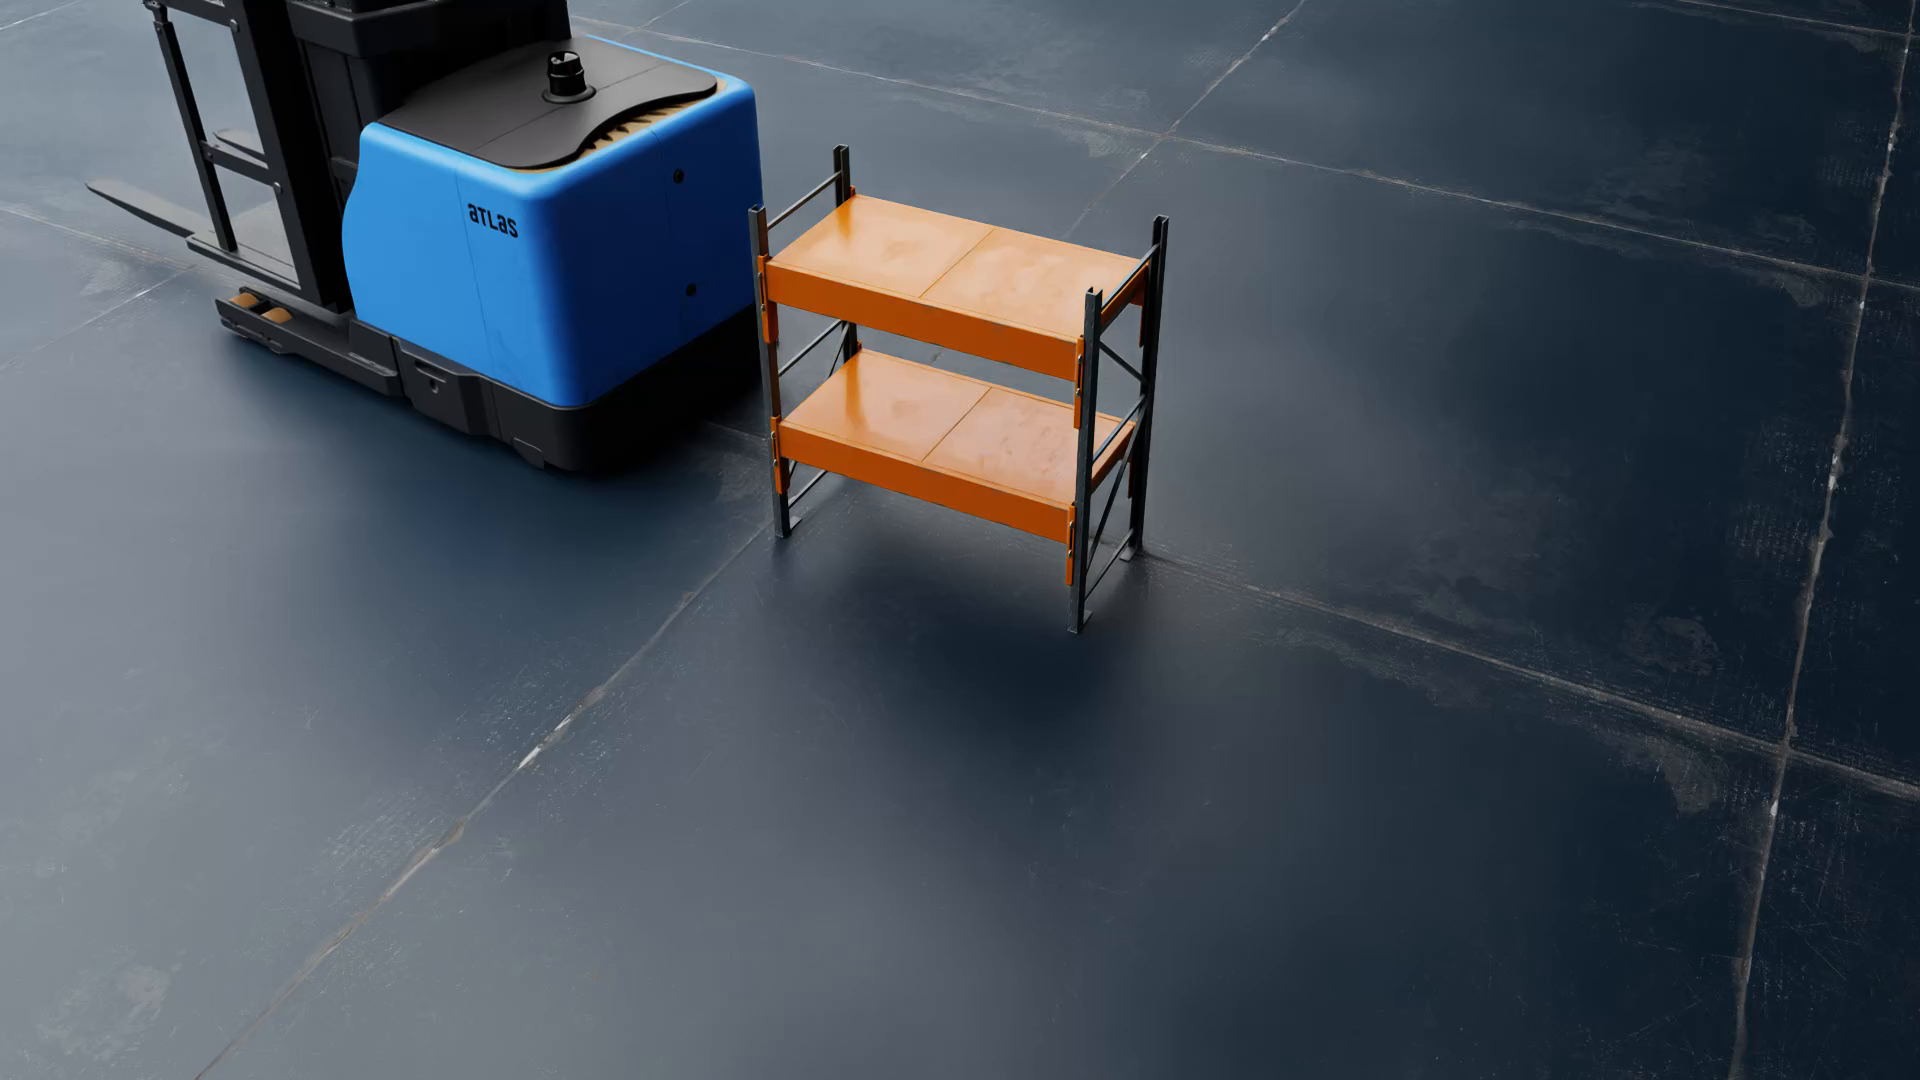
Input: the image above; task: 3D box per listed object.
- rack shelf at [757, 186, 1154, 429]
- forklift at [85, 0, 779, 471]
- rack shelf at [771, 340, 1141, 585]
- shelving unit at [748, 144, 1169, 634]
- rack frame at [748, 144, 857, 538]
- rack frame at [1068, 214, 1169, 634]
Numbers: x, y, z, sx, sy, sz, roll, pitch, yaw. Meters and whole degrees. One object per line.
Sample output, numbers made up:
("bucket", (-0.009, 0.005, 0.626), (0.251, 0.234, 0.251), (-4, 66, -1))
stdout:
("rack shelf", (-0.006, -0.683, 4.735), (1.000, 0.278, 0.538), (17, 41, 21))
("forklift", (-2.158, -2.094, 5.585), (3.031, 2.935, 1.130), (23, 43, 27))
("rack shelf", (-0.006, -0.255, 5.060), (1.000, 0.278, 0.538), (17, 41, 21))
("shelving unit", (-0.006, -0.450, 4.912), (1.048, 1.125, 0.538), (17, 41, 21))
("rack frame", (-0.457, -0.591, 5.099), (0.032, 1.125, 0.500), (17, 41, 21))
("rack frame", (0.445, -0.309, 4.726), (0.032, 1.125, 0.500), (17, 41, 21))
